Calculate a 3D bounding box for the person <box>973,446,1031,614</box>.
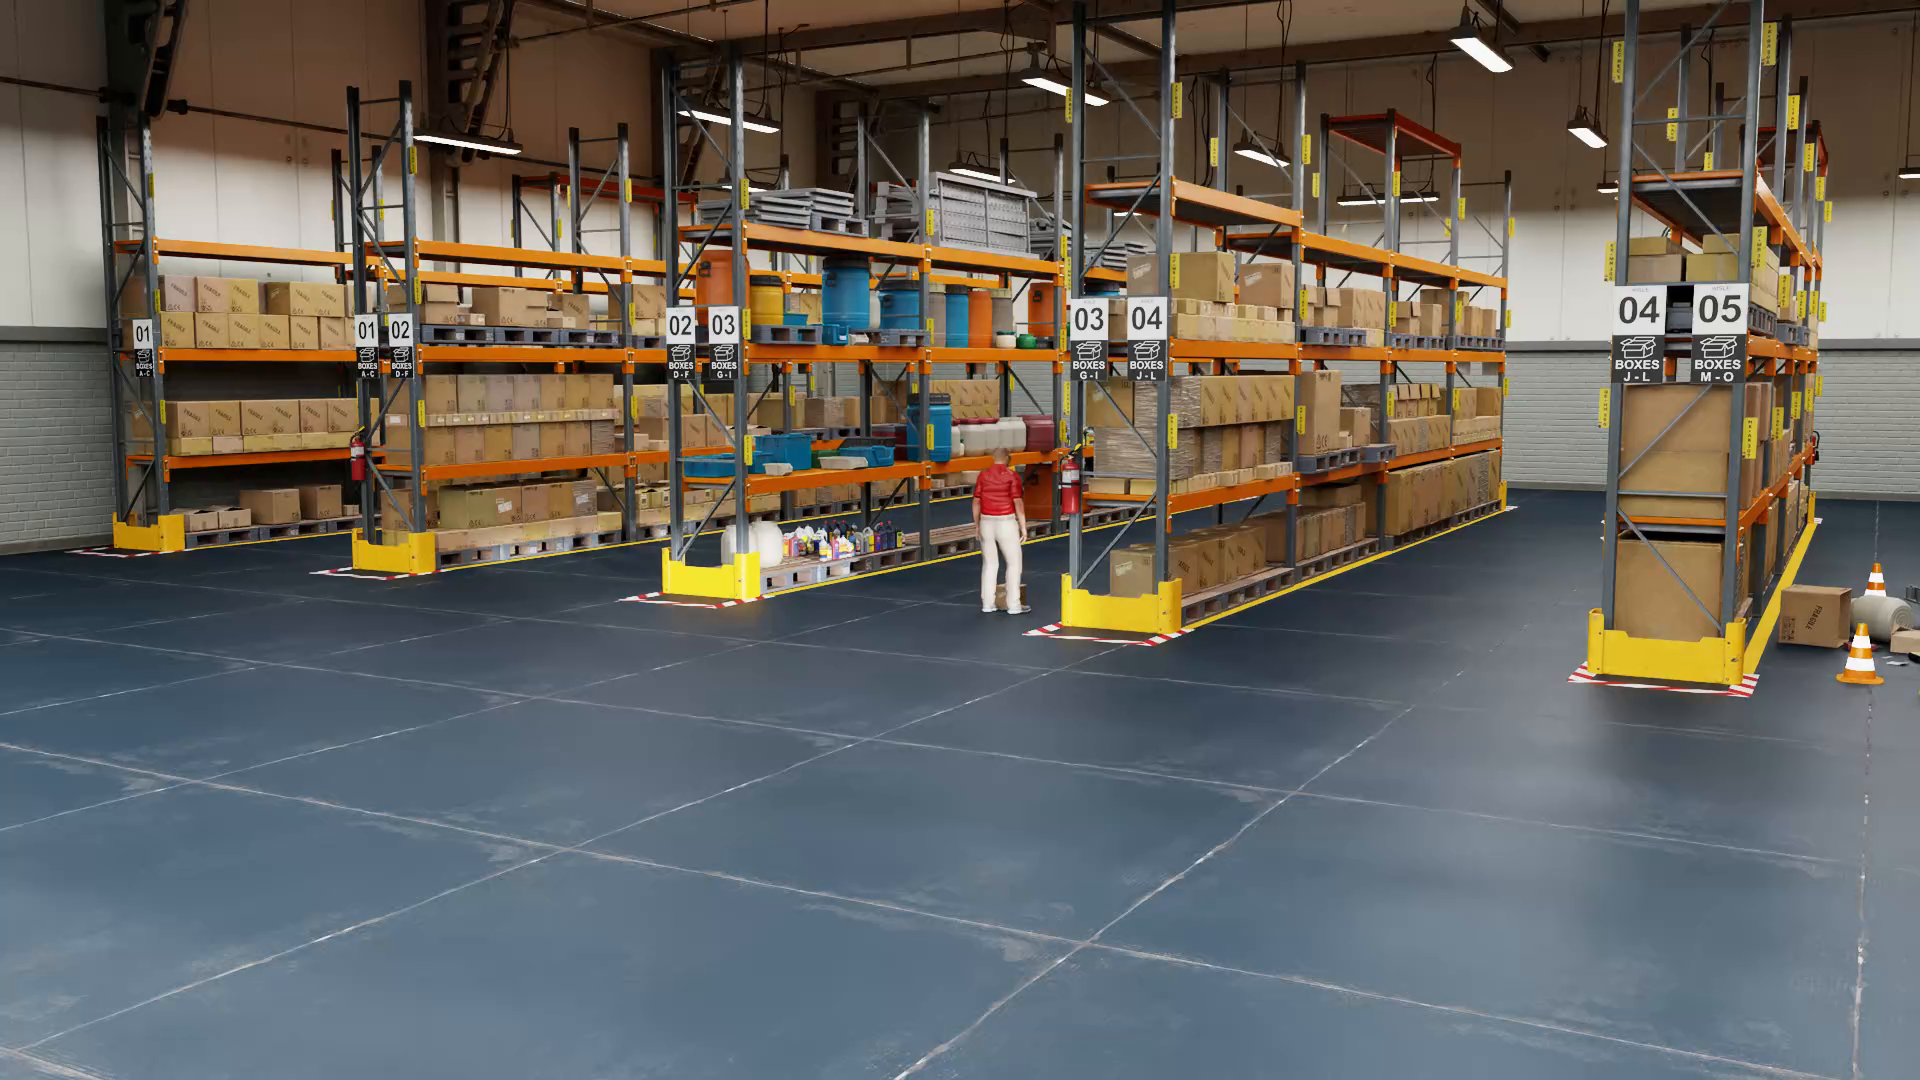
[{"bbox_3d":[0.419,-0.109,17.259,0.593,1.726,0.385,3,7,28],"label":"person"}]
